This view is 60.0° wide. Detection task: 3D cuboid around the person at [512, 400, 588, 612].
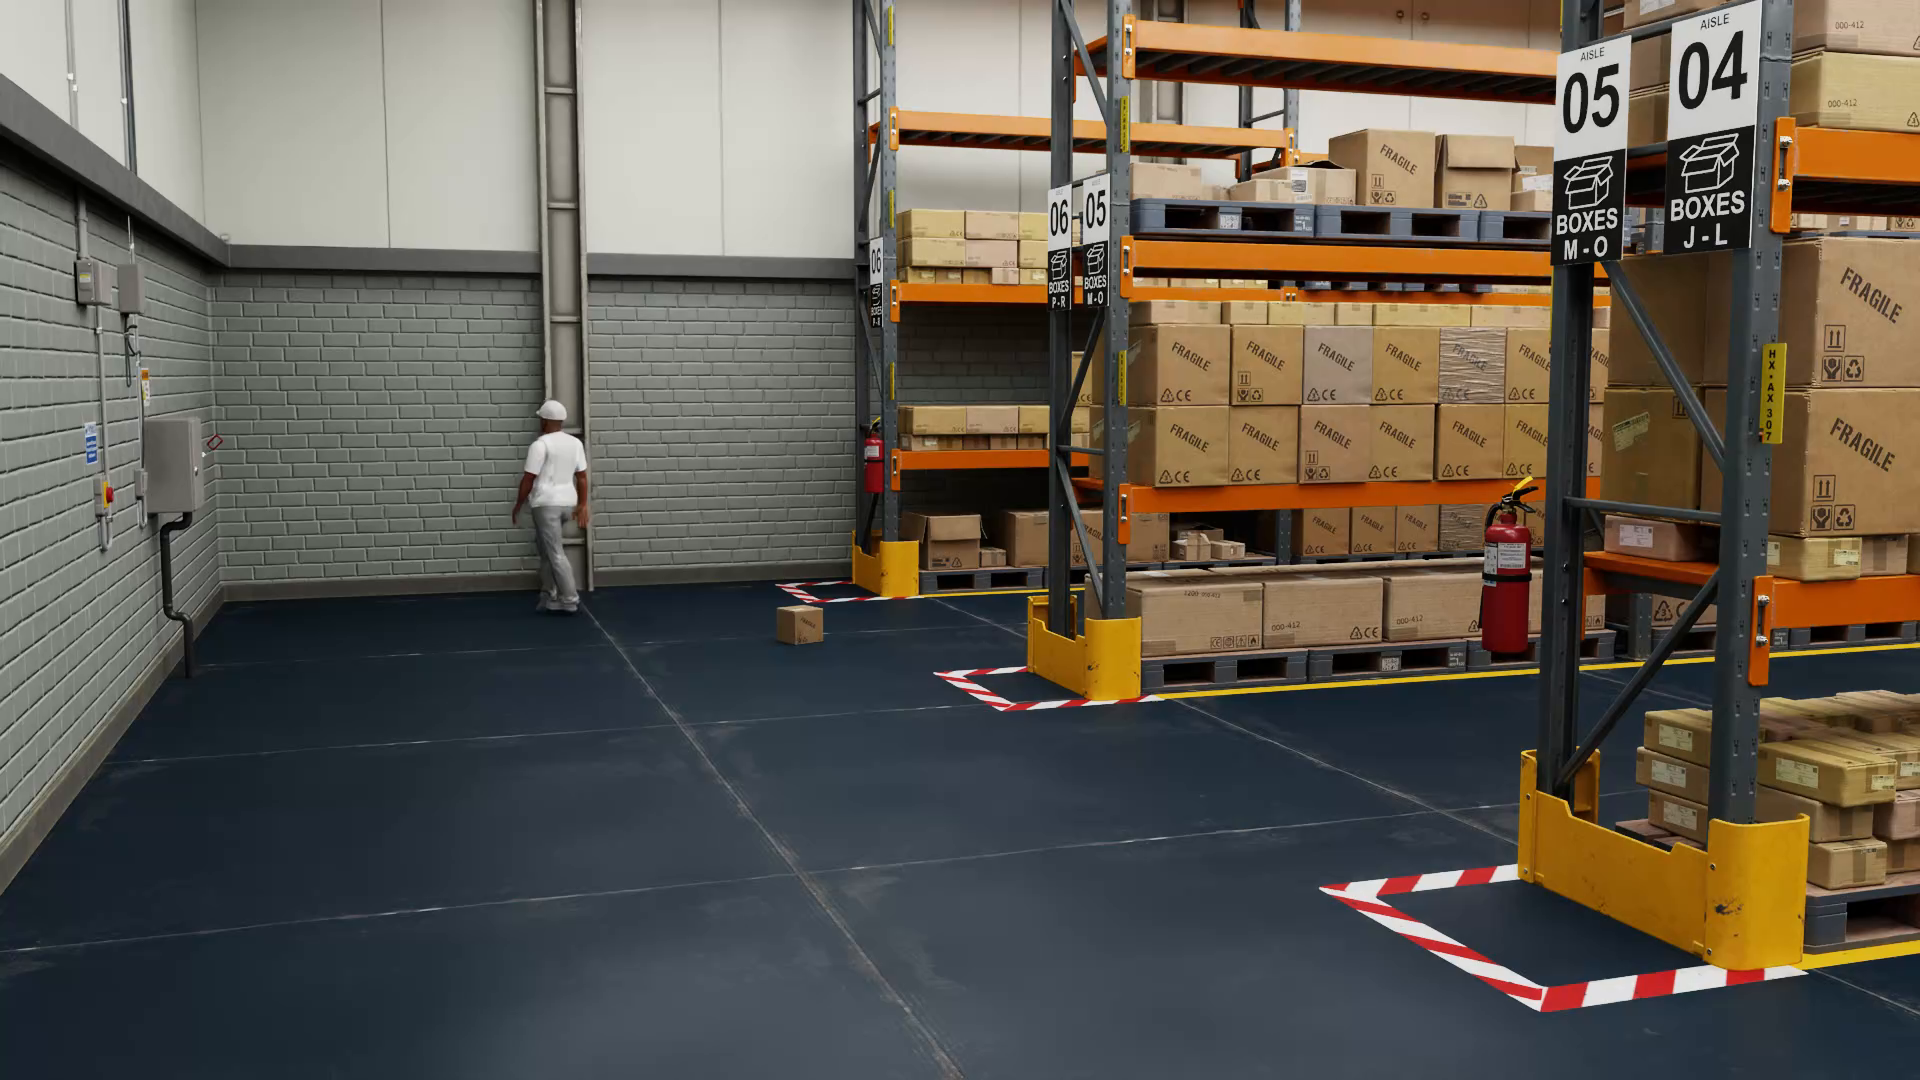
[{"bbox_3d":[-3.434,-0.243,13.867,0.623,1.838,0.564,3,6,27],"label":"person"}]
